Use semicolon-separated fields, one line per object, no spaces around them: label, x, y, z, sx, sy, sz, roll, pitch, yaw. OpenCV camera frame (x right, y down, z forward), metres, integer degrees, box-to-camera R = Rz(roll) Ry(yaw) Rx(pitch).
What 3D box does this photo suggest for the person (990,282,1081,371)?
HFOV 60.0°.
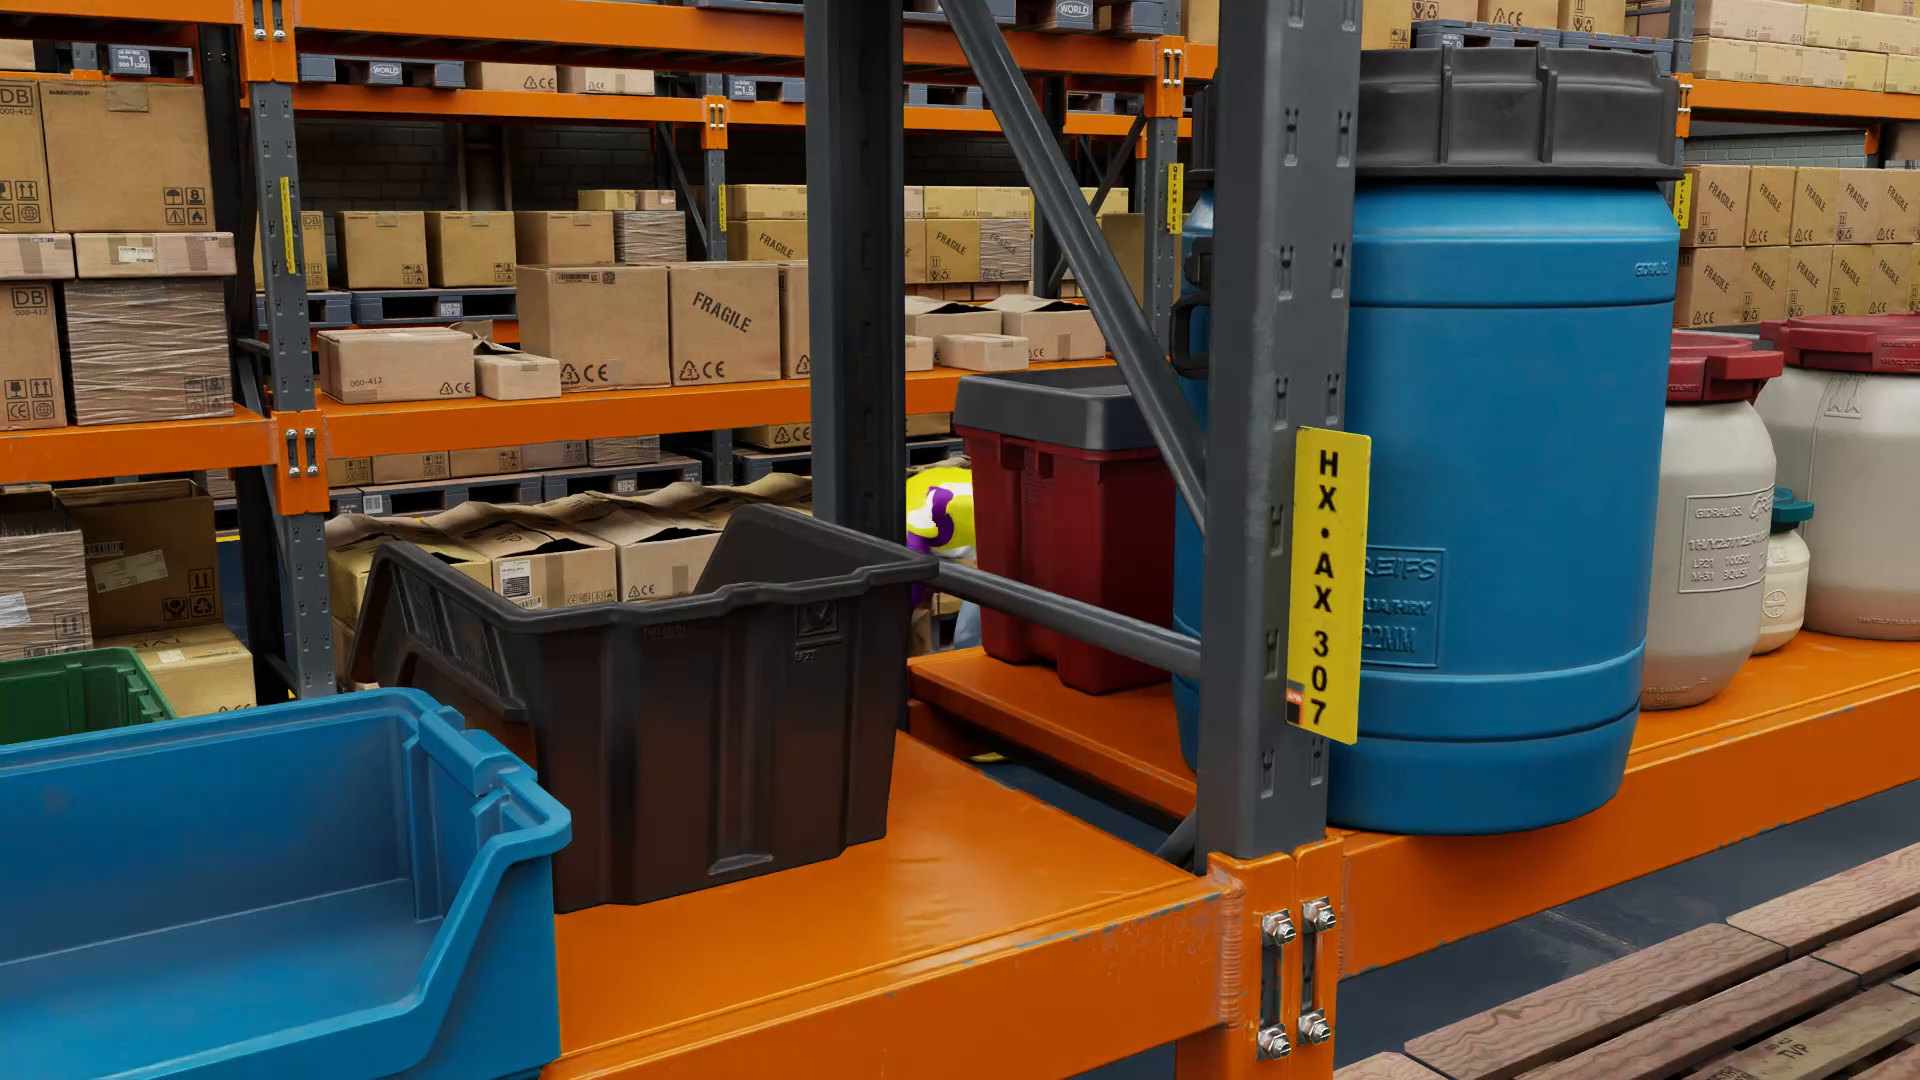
person;0.168;-0.076;6.214;0.577;1.765;0.656;3;12;14
